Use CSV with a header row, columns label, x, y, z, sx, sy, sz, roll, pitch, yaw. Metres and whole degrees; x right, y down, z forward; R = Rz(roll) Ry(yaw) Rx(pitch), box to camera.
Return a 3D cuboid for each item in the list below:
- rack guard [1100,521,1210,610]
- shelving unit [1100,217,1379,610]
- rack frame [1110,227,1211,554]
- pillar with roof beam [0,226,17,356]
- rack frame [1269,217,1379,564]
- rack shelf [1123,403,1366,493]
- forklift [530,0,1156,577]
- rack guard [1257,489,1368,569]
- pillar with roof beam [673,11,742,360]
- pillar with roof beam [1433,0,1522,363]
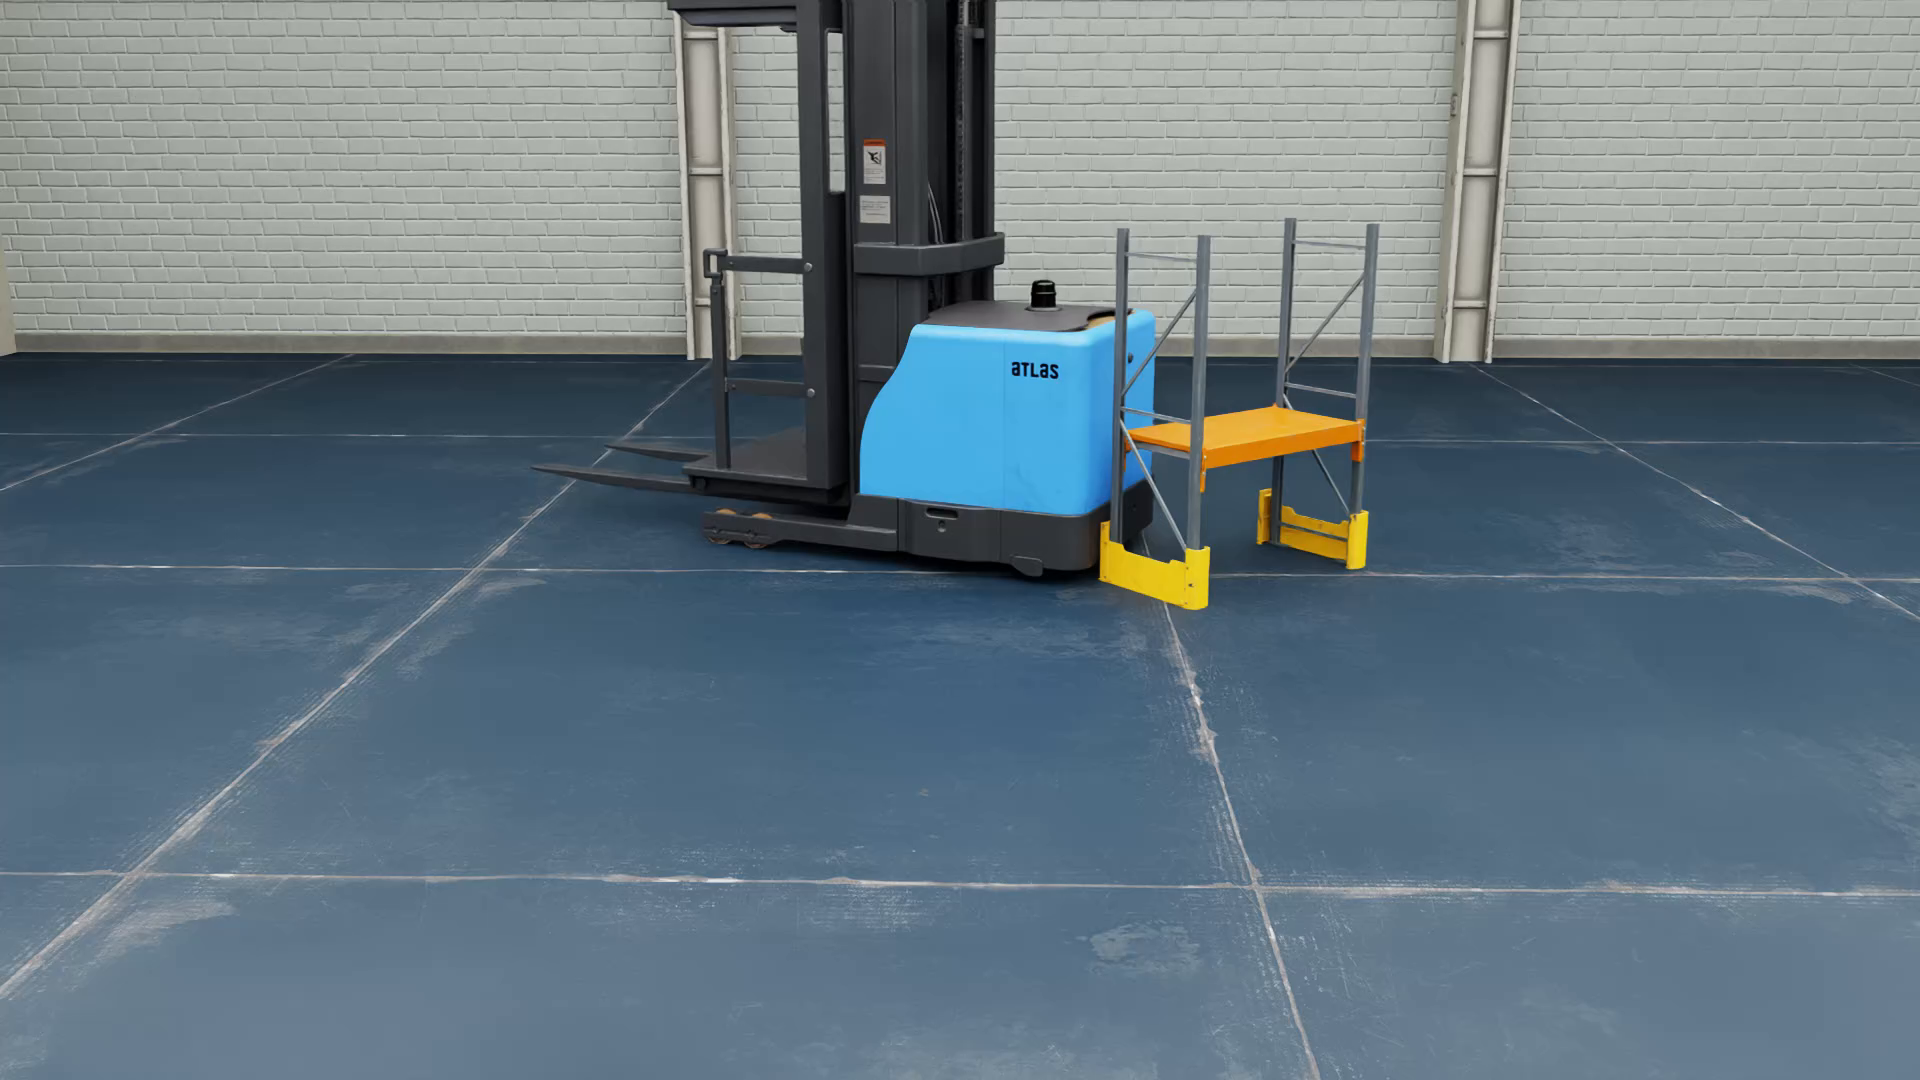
label,x,y,z,sx,sy,sz,roll,pitch,yaw
rack guard,0.808,0.101,6.967,0.087,0.250,0.587,-11,18,-36
shelving unit,1.201,-0.581,7.103,1.083,1.500,0.587,-11,18,-36
rack frame,0.807,-0.503,6.807,0.032,1.500,0.500,-11,18,-36
pillar with roof beam,-8.090,-4.773,8.293,0.400,9.000,9.100,0,15,1
rack frame,1.610,-0.662,7.409,0.032,1.500,0.500,-11,18,-36
rack shelf,1.209,-0.409,7.154,1.000,0.185,0.538,-11,18,-36
forklift,-0.648,-1.488,7.736,3.031,2.935,1.130,7,16,23
rack guard,1.595,-0.055,7.557,0.087,0.250,0.587,-11,18,-36
pillar with roof beam,-2.092,-4.734,8.145,0.400,9.000,9.100,0,15,1
pillar with roof beam,3.906,-4.695,7.996,0.400,9.000,9.100,0,15,1
